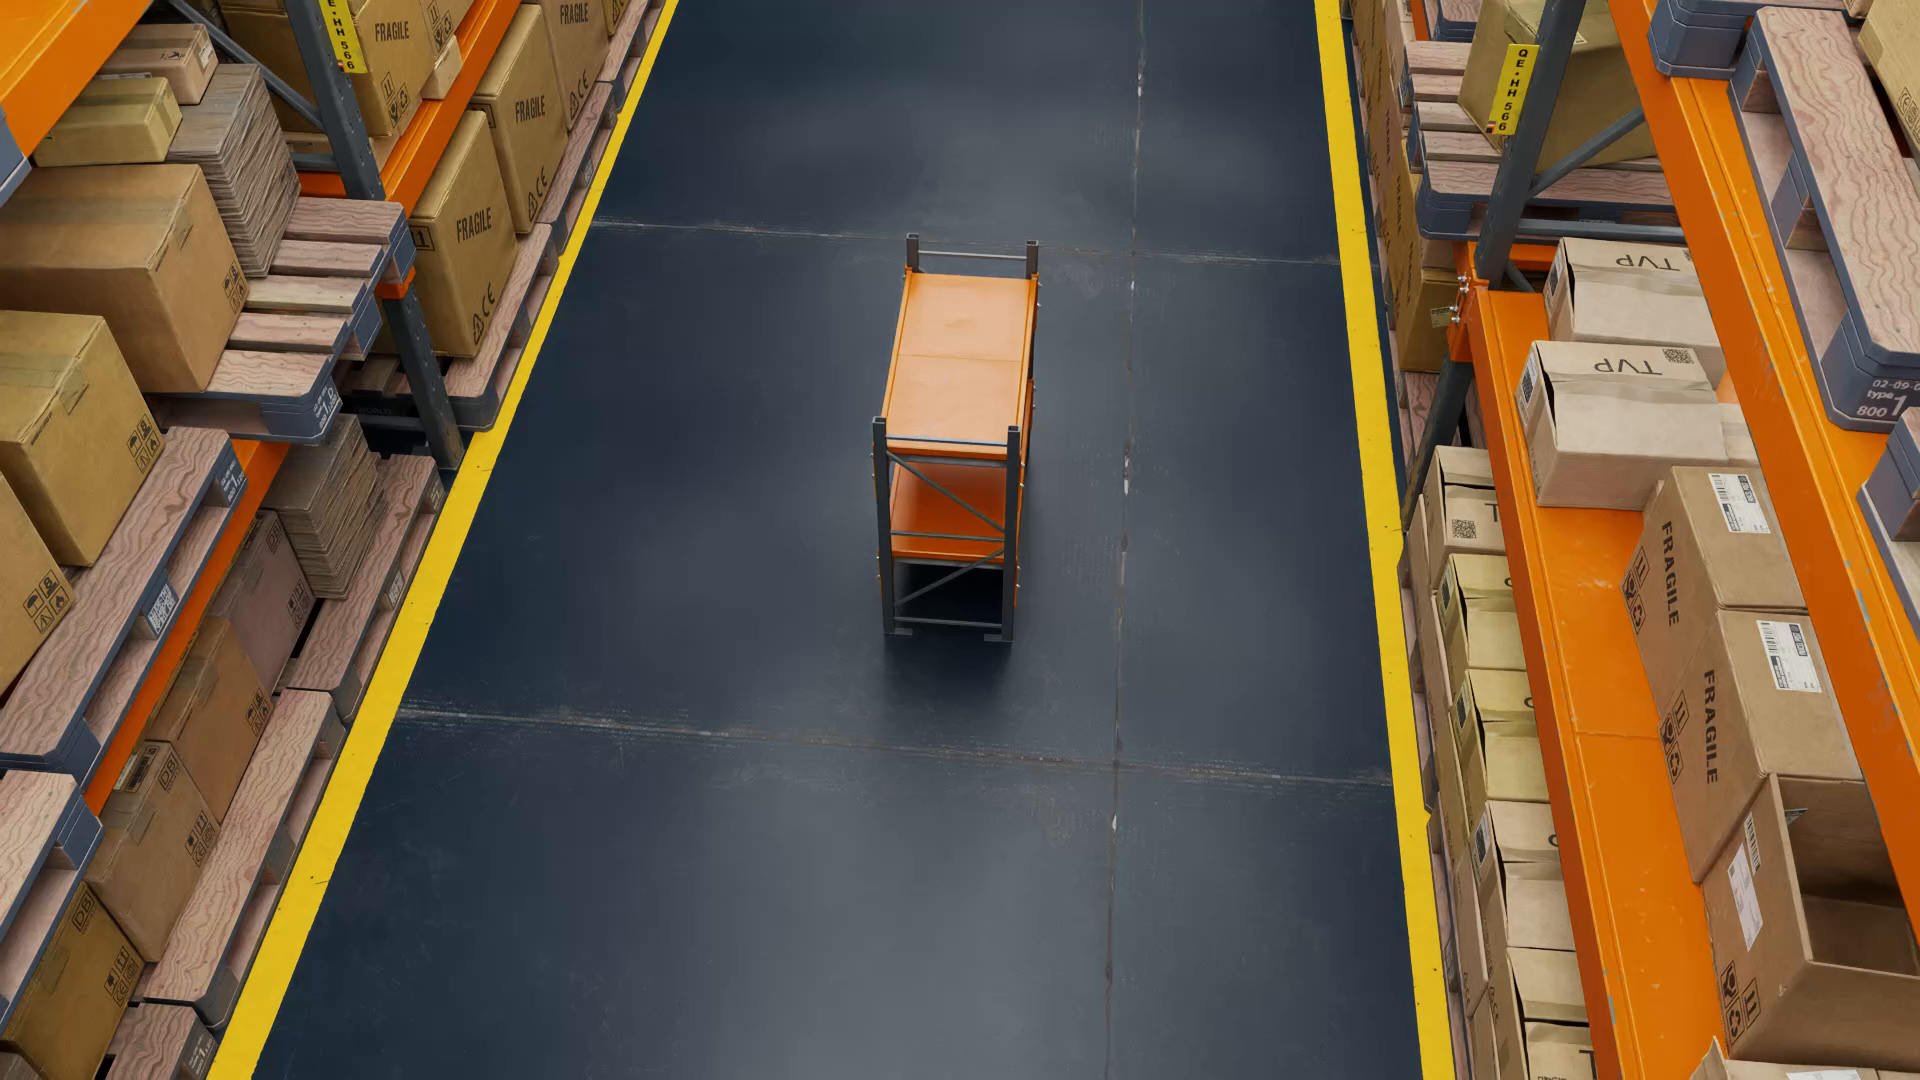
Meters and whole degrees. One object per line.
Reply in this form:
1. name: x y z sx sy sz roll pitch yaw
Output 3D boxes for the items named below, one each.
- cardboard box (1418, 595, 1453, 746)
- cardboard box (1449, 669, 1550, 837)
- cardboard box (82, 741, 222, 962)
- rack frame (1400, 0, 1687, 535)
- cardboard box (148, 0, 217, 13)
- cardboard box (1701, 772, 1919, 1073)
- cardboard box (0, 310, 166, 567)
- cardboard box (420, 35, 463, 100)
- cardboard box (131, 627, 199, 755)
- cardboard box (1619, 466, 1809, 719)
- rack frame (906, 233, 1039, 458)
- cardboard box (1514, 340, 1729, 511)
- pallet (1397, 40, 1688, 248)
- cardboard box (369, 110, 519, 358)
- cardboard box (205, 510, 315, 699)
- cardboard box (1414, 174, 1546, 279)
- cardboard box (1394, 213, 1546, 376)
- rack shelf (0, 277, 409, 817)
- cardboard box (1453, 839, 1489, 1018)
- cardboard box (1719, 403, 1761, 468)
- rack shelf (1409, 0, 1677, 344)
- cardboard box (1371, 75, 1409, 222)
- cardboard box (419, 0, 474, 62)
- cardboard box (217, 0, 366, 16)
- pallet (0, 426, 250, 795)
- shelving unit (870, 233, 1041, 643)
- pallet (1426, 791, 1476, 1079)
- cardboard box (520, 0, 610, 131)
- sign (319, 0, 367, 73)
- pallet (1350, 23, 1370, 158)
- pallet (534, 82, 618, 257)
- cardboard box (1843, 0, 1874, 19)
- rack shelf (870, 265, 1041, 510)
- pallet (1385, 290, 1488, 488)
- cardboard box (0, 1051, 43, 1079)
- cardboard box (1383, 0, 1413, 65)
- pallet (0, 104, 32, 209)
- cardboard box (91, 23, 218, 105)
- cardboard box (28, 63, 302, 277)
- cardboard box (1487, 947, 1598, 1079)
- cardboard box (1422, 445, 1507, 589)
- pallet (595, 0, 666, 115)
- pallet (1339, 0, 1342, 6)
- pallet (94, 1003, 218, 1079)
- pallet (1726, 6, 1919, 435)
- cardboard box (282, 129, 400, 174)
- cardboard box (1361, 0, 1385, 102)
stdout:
1. cardboard box: 1.928 0.474 5.889 0.500 0.250 0.500 3 48 2
2. cardboard box: 1.885 0.676 5.323 0.500 0.311 0.500 3 48 2
3. cardboard box: -2.851 0.960 5.261 0.700 0.500 0.500 4 48 4
4. rack frame: 2.313 -1.047 5.701 1.000 3.000 0.127 4 48 4
5. cardboard box: -2.837 -2.122 5.893 0.500 0.250 0.500 5 48 5
6. cardboard box: 2.083 0.908 3.845 0.500 0.500 0.500 7 48 6
7. cardboard box: -2.745 -0.297 4.649 0.700 0.500 0.500 4 48 4
8. cardboard box: -2.220 -1.900 6.638 0.380 0.149 0.250 5 48 5
9. cardboard box: -2.790 0.390 5.274 0.500 0.250 0.500 4 48 3
10. cardboard box: 2.176 0.153 4.535 0.500 0.500 0.500 2 48 1
11. rack frame: 0.047 -0.758 6.707 0.500 1.125 0.032 4 48 4
12. cardboard box: 2.039 -0.373 5.145 0.500 0.311 0.500 3 48 3
13. pallet: 2.305 -1.485 6.232 1.213 0.211 1.003 4 48 4
14. cardboard box: -2.423 -1.325 7.127 0.750 0.750 0.750 3 48 3
15. cardboard box: -2.797 0.221 5.937 0.700 0.500 0.500 4 48 3
16. cardboard box: 2.165 -1.350 6.865 0.500 0.250 0.500 6 48 5
17. cardboard box: 2.164 -1.055 7.104 0.500 0.500 0.500 6 48 5
18. rack shelf: -2.803 0.335 4.924 1.077 0.370 4.000 4 48 4
19. cardboard box: 1.839 1.233 5.194 0.500 0.250 0.500 5 48 4
20. cardboard box: 2.506 -0.283 5.172 0.380 0.149 0.250 4 48 4
21. rack shelf: 2.495 -2.274 7.310 1.077 0.370 4.000 4 48 4
22. cardboard box: 2.254 -1.821 7.805 0.500 0.500 0.500 2 48 2
23. cardboard box: -2.264 -2.242 6.511 0.500 0.500 0.500 5 48 5
24. cardboard box: -2.320 -2.109 5.881 0.500 0.250 0.500 5 48 4
25. pallet: -2.760 0.145 4.741 1.003 0.211 1.213 4 48 4
26. shelving unit: 0.001 -0.385 6.365 0.538 1.125 1.048 4 48 4
27. pallet: 2.085 1.390 5.361 1.003 0.211 1.213 4 48 4
28. cardboard box: -2.264 -2.593 8.287 0.750 0.750 0.750 5 48 5
29. sign: -2.079 -1.712 5.578 0.100 0.325 0.005 4 48 4
30. pallet: 2.641 -2.445 8.869 1.003 0.211 1.213 4 48 4
31. pallet: -2.360 -1.905 8.375 1.003 0.211 1.213 4 48 4
32. cardboard box: 2.298 -1.427 3.833 0.500 0.250 0.500 5 48 5
33. rack shelf: 0.001 -0.582 6.149 0.538 0.278 1.000 4 48 4
34. pallet: 2.419 -0.652 7.229 1.003 0.211 1.213 4 48 4
35. cardboard box: -2.934 1.715 4.570 0.700 0.500 0.500 5 48 5
36. cardboard box: 2.300 -2.470 7.890 0.500 0.250 0.500 4 48 4
37. pallet: -2.731 -0.596 3.383 1.213 0.211 1.003 4 48 4
38. cardboard box: -2.622 -1.523 5.331 0.380 0.149 0.250 -2 48 -2
39. cardboard box: -2.653 -1.214 5.487 0.700 0.500 0.500 -1 48 -1
40. cardboard box: 1.789 1.423 4.640 0.500 0.311 0.500 4 48 3
41. cardboard box: 1.973 -0.085 6.020 0.500 0.311 0.500 5 48 5
42. pallet: -2.251 -2.804 9.197 1.003 0.211 1.213 4 48 4
43. pallet: 2.741 -3.550 9.880 1.003 0.211 1.213 4 48 4
44. pallet: -2.915 1.931 4.867 1.003 0.211 1.213 4 48 4
45. pallet: 2.241 -0.669 3.450 1.003 0.211 1.213 6 48 5
46. cardboard box: -2.360 -1.526 6.295 0.380 0.149 0.250 3 48 3
47. cardboard box: 2.353 -2.559 8.480 0.500 0.500 0.500 4 48 4
